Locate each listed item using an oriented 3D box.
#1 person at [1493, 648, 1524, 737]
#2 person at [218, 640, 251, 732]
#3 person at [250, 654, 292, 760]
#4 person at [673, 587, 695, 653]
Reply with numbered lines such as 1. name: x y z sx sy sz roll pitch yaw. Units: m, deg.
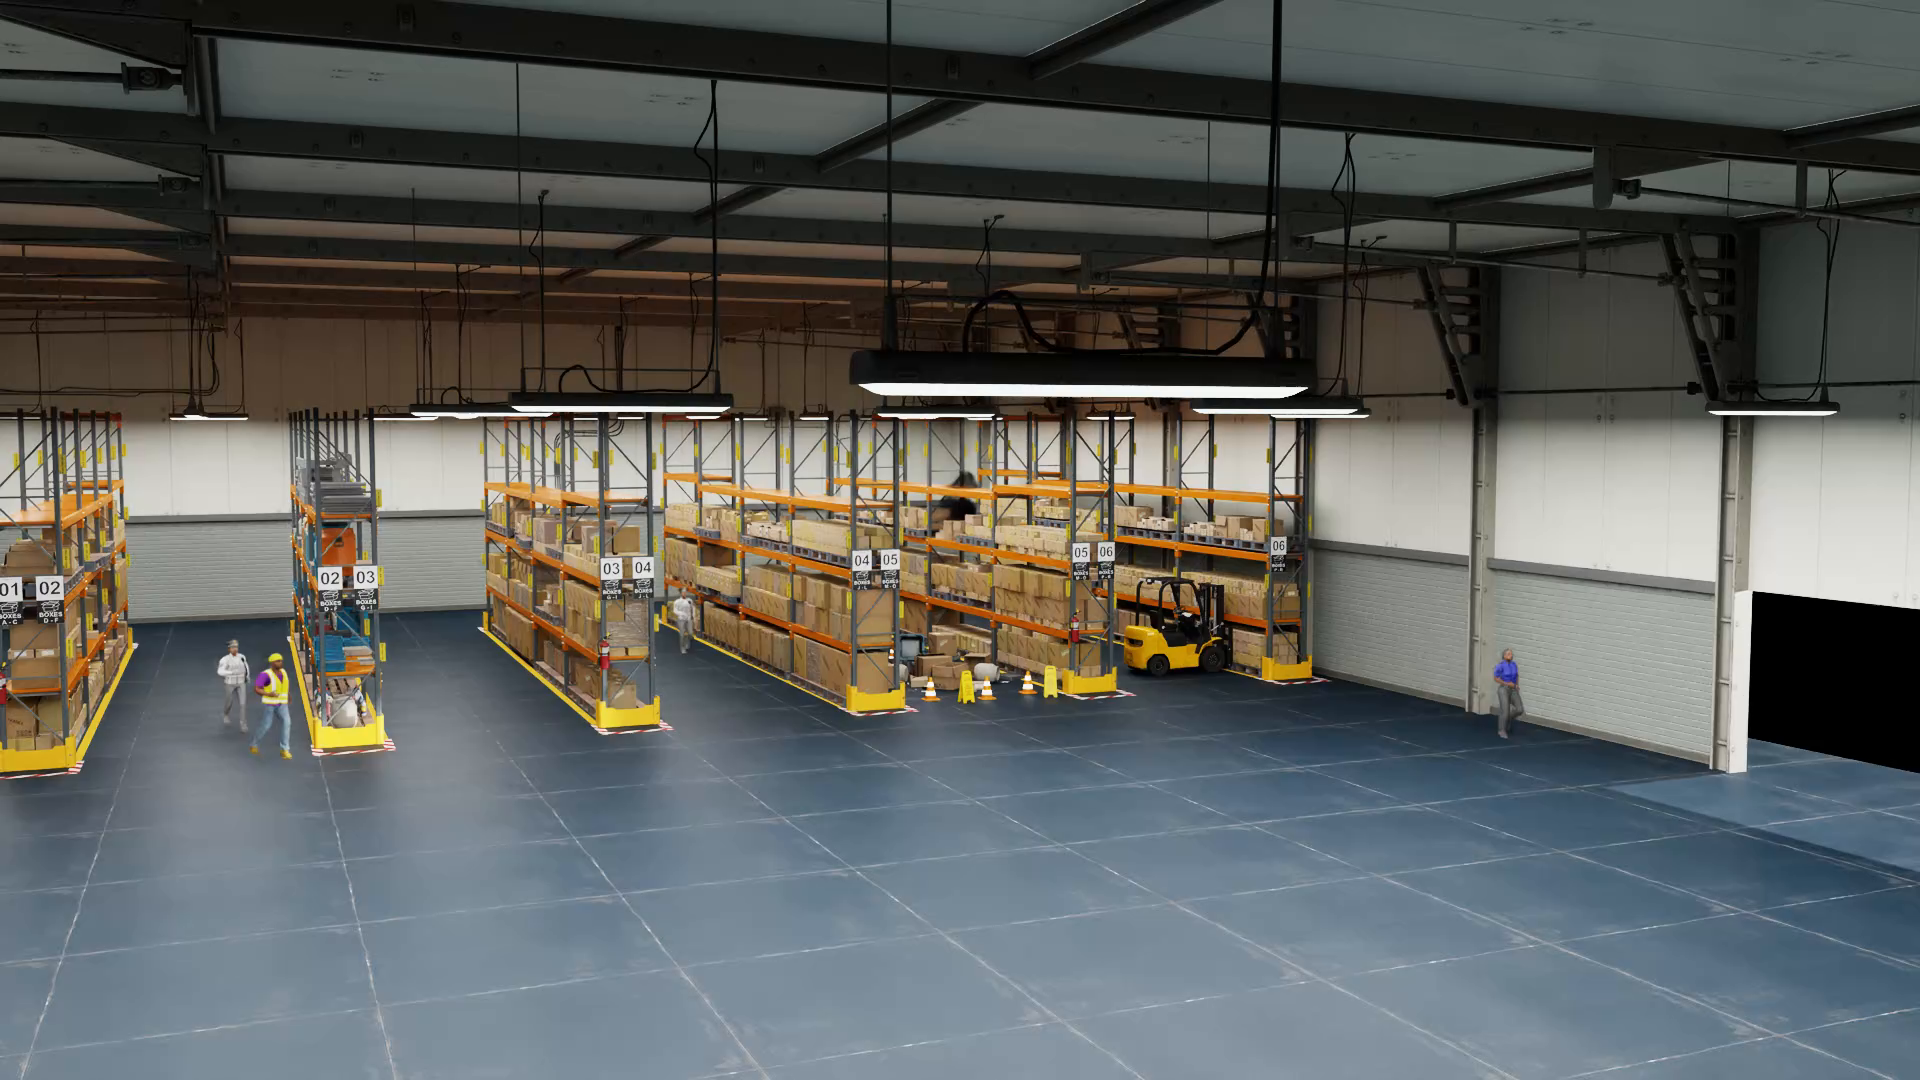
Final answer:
1. person: 10.015 2.790 30.288 0.624 1.624 0.528 -1 4 -20
2. person: -13.492 2.688 30.953 0.612 1.677 0.920 -3 5 -39
3. person: -11.739 2.843 28.543 0.884 1.779 0.766 3 5 33
4. person: -6.833 1.996 41.394 0.599 1.654 0.554 -2 4 -23
